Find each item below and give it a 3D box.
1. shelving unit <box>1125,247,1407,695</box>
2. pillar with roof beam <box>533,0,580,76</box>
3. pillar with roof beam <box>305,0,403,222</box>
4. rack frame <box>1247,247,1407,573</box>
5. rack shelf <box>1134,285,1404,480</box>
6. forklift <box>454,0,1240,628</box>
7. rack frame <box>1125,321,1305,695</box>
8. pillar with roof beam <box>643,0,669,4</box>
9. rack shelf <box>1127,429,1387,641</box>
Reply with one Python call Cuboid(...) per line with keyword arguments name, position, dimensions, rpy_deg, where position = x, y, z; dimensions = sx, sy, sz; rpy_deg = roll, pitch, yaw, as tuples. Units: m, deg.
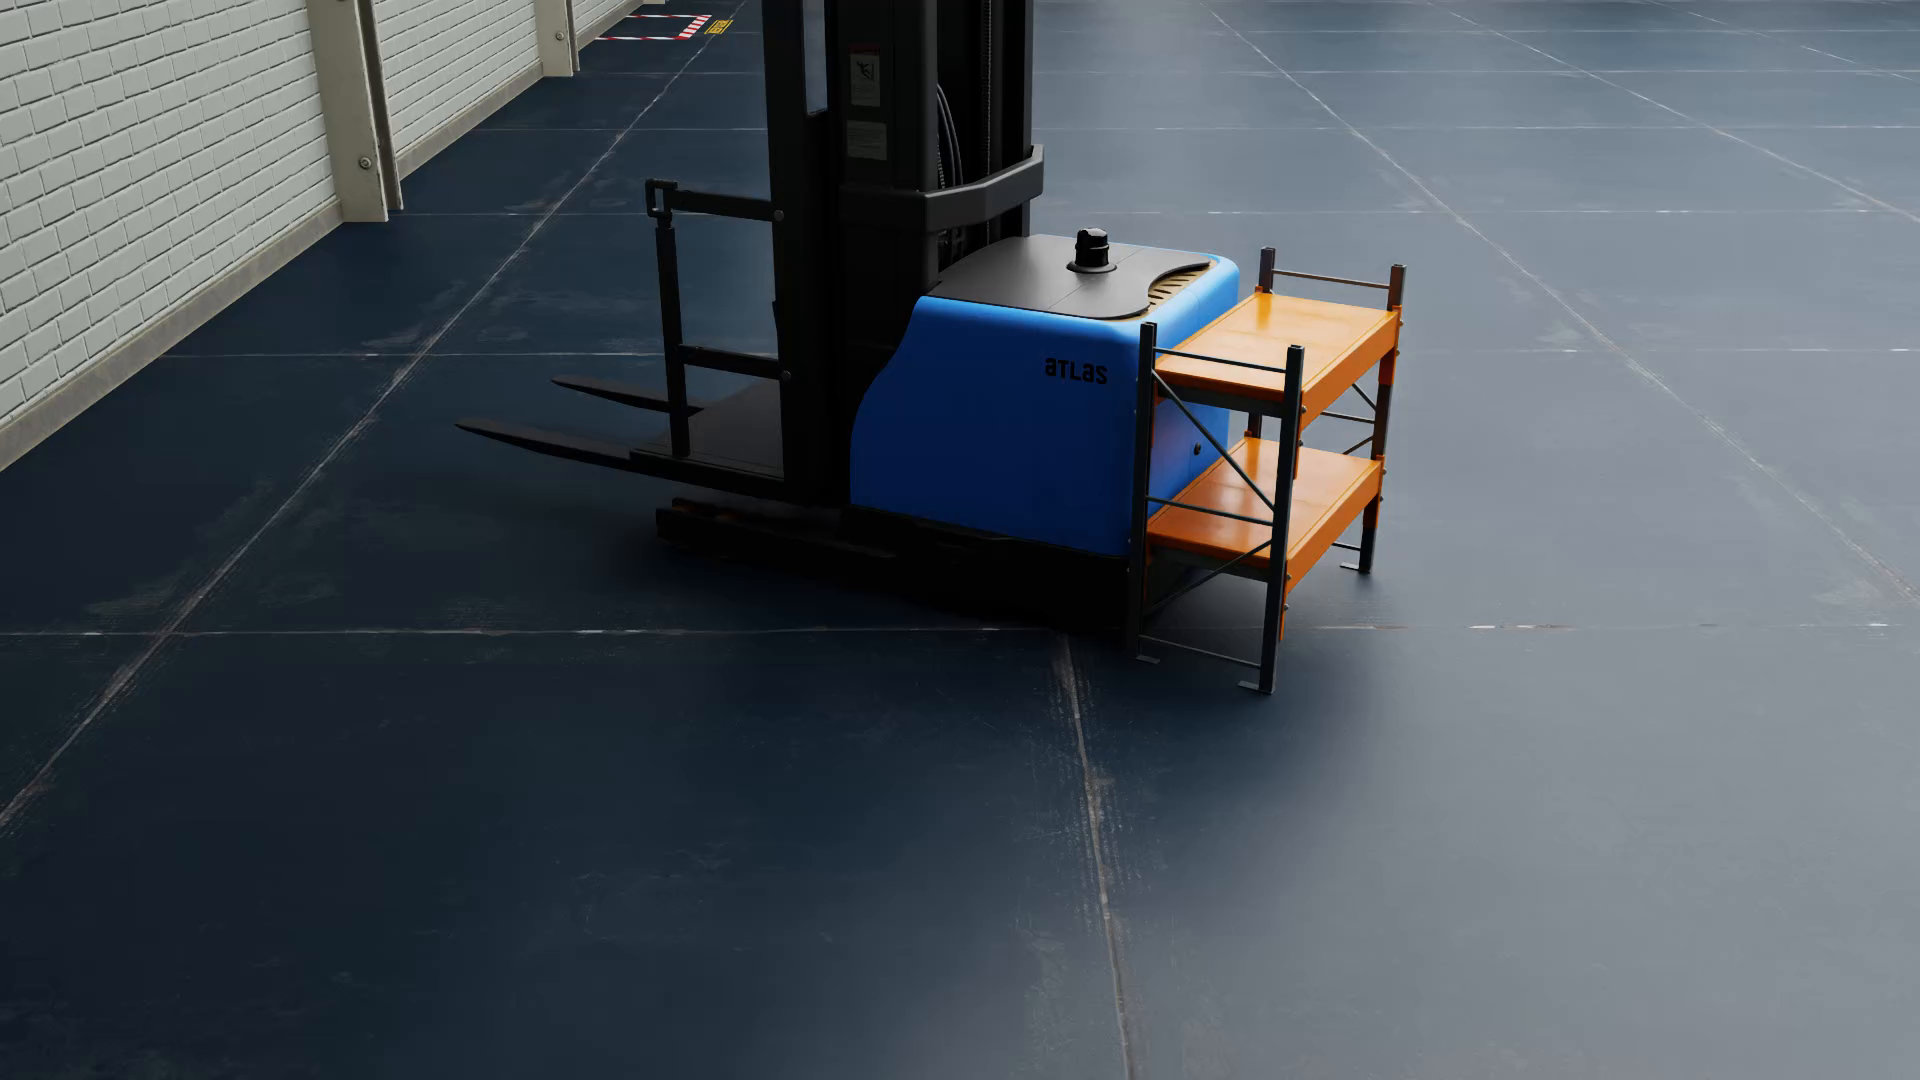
Cuboid(name="shelving unit", position=(1.013, -0.268, 5.477), dimensions=(0.538, 1.125, 1.048), rpy_deg=(13, 28, 27))
Cuboid(name="pillar with roof beam", position=(0.341, -8.747, 14.670), dimensions=(9.100, 9.000, 0.400), rpy_deg=(0, 24, -1))
Cuboid(name="pillar with roof beam", position=(0.407, -6.275, 9.204), dimensions=(9.100, 9.000, 0.400), rpy_deg=(0, 24, -1))
Cuboid(name="rack frame", position=(1.265, -0.450, 5.879), dimensions=(0.500, 1.125, 0.032), rpy_deg=(13, 28, 27))
Cuboid(name="rack shelf", position=(1.013, -0.534, 5.356), dimensions=(0.538, 0.278, 1.000), rpy_deg=(13, 28, 27))
Cuboid(name="forklift", position=(-0.556, -1.450, 5.900), dimensions=(3.031, 2.935, 1.130), rpy_deg=(12, 27, 24))
Cuboid(name="rack frame", position=(0.760, -0.086, 5.075), dimensions=(0.500, 1.125, 0.032), rpy_deg=(13, 28, 27))
Cuboid(name="pillar with roof beam", position=(0.276, -11.219, 20.137), dimensions=(9.100, 9.000, 0.400), rpy_deg=(0, 24, -1))
Cuboid(name="rack shelf", position=(1.013, -0.045, 5.578), dimensions=(0.538, 0.278, 1.000), rpy_deg=(13, 28, 27))
